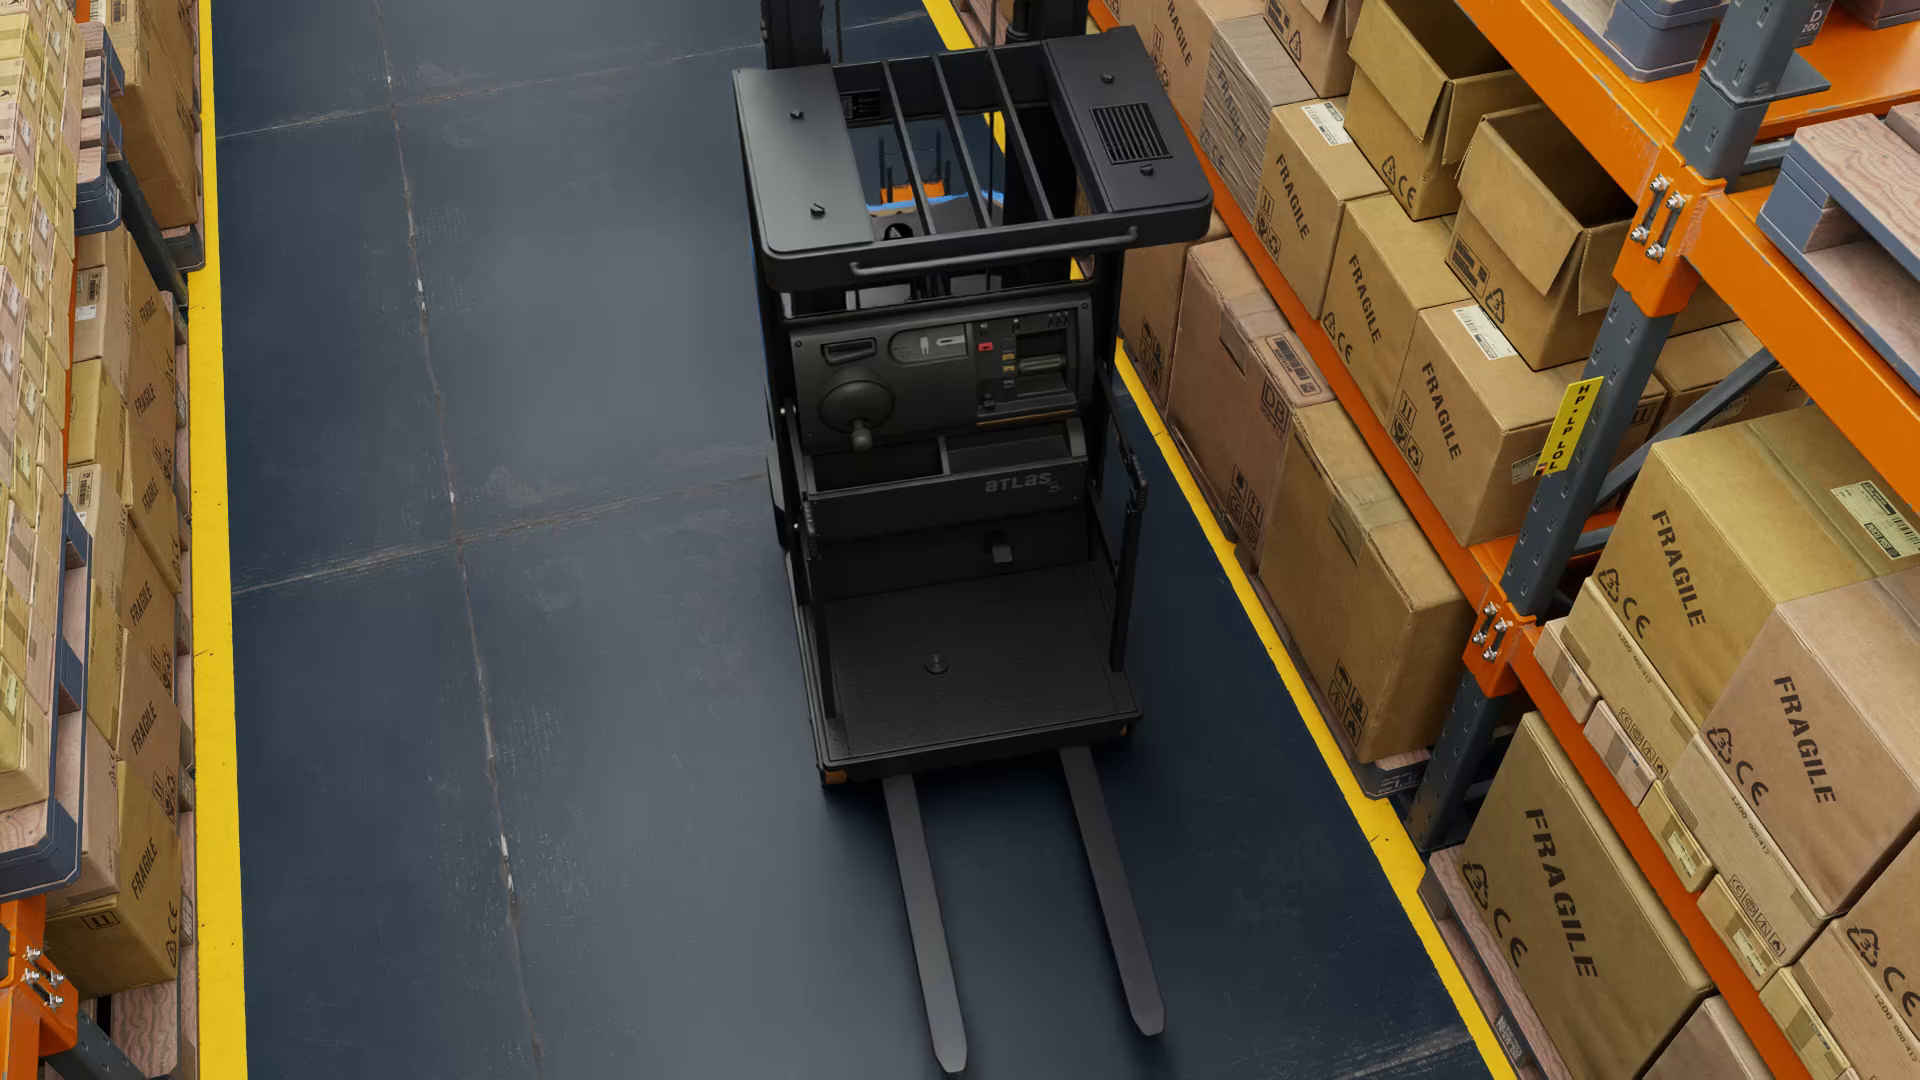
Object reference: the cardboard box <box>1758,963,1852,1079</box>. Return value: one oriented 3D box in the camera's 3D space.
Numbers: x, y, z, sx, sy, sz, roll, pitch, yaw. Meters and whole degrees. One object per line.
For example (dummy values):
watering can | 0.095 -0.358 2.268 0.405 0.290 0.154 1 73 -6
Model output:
cardboard box | 2.099 1.076 3.835 0.380 0.149 0.250 -14 51 -11

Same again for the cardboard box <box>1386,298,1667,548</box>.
cardboard box | 1.619 -0.371 4.825 0.500 0.500 0.500 -13 51 -11

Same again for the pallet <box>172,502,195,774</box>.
pallet | -3.346 0.426 6.042 1.003 0.211 1.213 -13 51 -11

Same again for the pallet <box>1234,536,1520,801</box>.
pallet | 1.718 0.293 6.154 1.003 0.211 1.213 -13 51 -11

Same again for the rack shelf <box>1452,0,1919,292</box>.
rack shelf | 1.427 -2.255 4.987 1.077 0.370 4.000 -13 51 -11

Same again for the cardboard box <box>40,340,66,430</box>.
cardboard box | -2.818 -0.410 4.813 0.380 0.149 0.250 -14 51 -12

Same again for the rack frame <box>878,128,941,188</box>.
rack frame | -0.192 -1.150 6.724 0.240 1.200 0.006 -8 50 -7

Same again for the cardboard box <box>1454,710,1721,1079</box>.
cardboard box | 2.137 0.991 4.858 0.875 0.875 0.875 -13 51 -11

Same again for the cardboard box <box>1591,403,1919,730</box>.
cardboard box | 1.916 0.059 3.941 0.500 0.500 0.500 -13 51 -11

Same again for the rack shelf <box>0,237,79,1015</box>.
rack shelf | -3.341 -0.240 5.251 1.077 0.370 4.000 -13 51 -11

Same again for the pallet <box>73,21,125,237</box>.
pallet | -3.620 -1.375 5.862 1.213 0.211 1.003 -13 51 -11

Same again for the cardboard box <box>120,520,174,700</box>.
cardboard box | -3.041 0.294 5.690 0.500 0.500 0.500 -13 51 -10

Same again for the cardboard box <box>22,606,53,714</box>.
cardboard box | -2.514 0.341 4.180 0.380 0.149 0.250 -13 51 -10

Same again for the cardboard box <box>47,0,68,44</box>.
cardboard box | -3.352 -1.825 5.812 0.380 0.149 0.250 -12 51 -10

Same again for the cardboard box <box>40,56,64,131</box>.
cardboard box | -3.191 -1.439 5.486 0.380 0.149 0.250 -12 51 -10

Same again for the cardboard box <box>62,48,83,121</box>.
cardboard box | -3.276 -1.549 5.773 0.380 0.149 0.250 -13 51 -11

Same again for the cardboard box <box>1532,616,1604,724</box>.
cardboard box | 1.788 0.313 4.478 0.380 0.149 0.250 -13 51 -11

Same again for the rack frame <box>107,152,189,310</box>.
rack frame | -3.933 -1.933 6.207 1.000 3.000 0.127 -13 51 -11

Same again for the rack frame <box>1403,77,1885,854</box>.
rack frame | 2.018 -0.059 4.628 1.000 3.000 0.127 -13 51 -11

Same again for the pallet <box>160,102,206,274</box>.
pallet | -4.094 -1.627 7.773 1.003 0.211 1.213 -13 51 -11

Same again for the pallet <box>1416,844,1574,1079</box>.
pallet | 2.168 1.413 5.211 1.003 0.211 1.213 -13 51 -11

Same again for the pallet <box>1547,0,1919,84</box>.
pallet | 1.700 -1.623 4.109 0.805 0.209 1.217 -15 52 -12

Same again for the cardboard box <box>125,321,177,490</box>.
cardboard box | -3.338 -0.461 6.327 0.500 0.500 0.500 -11 51 -10

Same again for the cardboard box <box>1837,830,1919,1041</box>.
cardboard box | 2.212 0.800 3.317 0.500 0.500 0.500 -15 51 -12

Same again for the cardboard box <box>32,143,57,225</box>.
cardboard box | -3.046 -1.074 5.178 0.380 0.149 0.250 -14 51 -11

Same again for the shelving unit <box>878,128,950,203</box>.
shelving unit | -0.174 -1.081 6.666 0.258 1.200 0.189 -8 50 -7

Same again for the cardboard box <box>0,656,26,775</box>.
cardboard box | -2.427 0.447 3.896 0.380 0.149 0.250 -13 51 -10

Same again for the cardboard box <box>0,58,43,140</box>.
cardboard box | -3.118 -1.355 5.221 0.380 0.149 0.250 -12 51 -10

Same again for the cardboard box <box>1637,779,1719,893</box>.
cardboard box | 1.944 0.697 4.154 0.380 0.149 0.250 -12 51 -10

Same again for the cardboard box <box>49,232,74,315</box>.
cardboard box | -2.973 -0.793 5.136 0.380 0.149 0.250 -12 51 -10

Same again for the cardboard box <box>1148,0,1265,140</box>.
cardboard box | 1.029 -1.847 6.069 0.500 0.500 0.500 -14 51 -12

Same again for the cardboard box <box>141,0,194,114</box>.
cardboard box | -4.289 -2.446 7.837 1.050 0.750 0.750 -13 51 -10

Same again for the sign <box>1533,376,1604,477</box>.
sign | 1.503 -0.277 4.106 0.100 0.325 0.005 -13 51 -11

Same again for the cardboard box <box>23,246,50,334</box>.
cardboard box | -2.891 -0.695 4.859 0.380 0.149 0.250 -14 51 -12

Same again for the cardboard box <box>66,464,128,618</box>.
cardboard box | -3.022 0.056 5.400 0.500 0.250 0.500 -12 51 -10

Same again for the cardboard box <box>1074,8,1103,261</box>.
cardboard box | 1.019 -1.922 7.313 1.225 0.875 0.875 -15 52 -13

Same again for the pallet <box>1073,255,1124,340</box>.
pallet | 0.996 -1.489 7.657 1.003 0.211 1.213 -13 51 -11

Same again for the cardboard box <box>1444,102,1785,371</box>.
cardboard box | 1.821 -0.879 4.597 0.797 0.503 0.637 -15 51 -12

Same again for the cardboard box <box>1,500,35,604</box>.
cardboard box | -2.582 0.069 4.214 0.380 0.149 0.250 -12 51 -10

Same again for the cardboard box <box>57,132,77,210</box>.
cardboard box | -3.129 -1.178 5.461 0.380 0.149 0.250 -14 51 -11

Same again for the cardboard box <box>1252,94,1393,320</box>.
cardboard box | 1.318 -1.114 5.452 0.500 0.500 0.500 -14 51 -11

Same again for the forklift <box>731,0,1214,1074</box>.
forklift | -0.004 -0.407 4.965 1.130 2.935 3.031 -8 50 -7

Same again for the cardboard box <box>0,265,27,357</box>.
cardboard box | -2.810 -0.593 4.578 0.380 0.149 0.250 -12 51 -10

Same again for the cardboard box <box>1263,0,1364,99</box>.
cardboard box | 1.431 -1.833 5.402 0.797 0.503 0.637 -12 51 -10

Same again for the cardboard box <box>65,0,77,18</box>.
cardboard box | -3.808 -2.354 6.497 0.500 0.500 0.500 -13 51 -11

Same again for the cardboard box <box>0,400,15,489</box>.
cardboard box | -2.660 -0.222 4.266 0.380 0.149 0.250 -14 51 -11

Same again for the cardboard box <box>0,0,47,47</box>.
cardboard box | -3.278 -1.741 5.546 0.380 0.149 0.250 -14 51 -11

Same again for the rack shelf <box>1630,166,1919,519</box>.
rack shelf | 2.610 0.667 2.524 1.077 0.370 4.000 -13 51 -11

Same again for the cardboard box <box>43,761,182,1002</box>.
cardboard box | -2.715 1.059 5.045 0.500 0.500 0.500 -12 51 -10

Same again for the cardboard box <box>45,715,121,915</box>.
cardboard box | -2.716 0.818 4.758 0.500 0.250 0.500 -15 52 -13

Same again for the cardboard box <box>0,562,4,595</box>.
cardboard box | -2.515 0.149 3.953 0.380 0.149 0.250 -12 51 -10

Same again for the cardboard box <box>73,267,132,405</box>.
cardboard box | -3.320 -0.698 6.036 0.500 0.250 0.500 -13 51 -10

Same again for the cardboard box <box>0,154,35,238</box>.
cardboard box | -2.970 -0.980 4.904 0.380 0.149 0.250 -11 51 -9

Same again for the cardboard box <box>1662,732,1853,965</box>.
cardboard box | 2.049 0.660 3.925 0.500 0.250 0.500 -14 51 -11

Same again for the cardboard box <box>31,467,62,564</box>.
cardboard box | -2.658 -0.026 4.489 0.380 0.149 0.250 -13 51 -11

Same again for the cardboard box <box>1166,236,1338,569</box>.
cardboard box | 1.545 -0.625 6.220 1.225 0.875 0.875 -15 51 -12

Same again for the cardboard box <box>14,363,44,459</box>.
cardboard box | -2.742 -0.317 4.540 0.380 0.149 0.250 -11 51 -10
